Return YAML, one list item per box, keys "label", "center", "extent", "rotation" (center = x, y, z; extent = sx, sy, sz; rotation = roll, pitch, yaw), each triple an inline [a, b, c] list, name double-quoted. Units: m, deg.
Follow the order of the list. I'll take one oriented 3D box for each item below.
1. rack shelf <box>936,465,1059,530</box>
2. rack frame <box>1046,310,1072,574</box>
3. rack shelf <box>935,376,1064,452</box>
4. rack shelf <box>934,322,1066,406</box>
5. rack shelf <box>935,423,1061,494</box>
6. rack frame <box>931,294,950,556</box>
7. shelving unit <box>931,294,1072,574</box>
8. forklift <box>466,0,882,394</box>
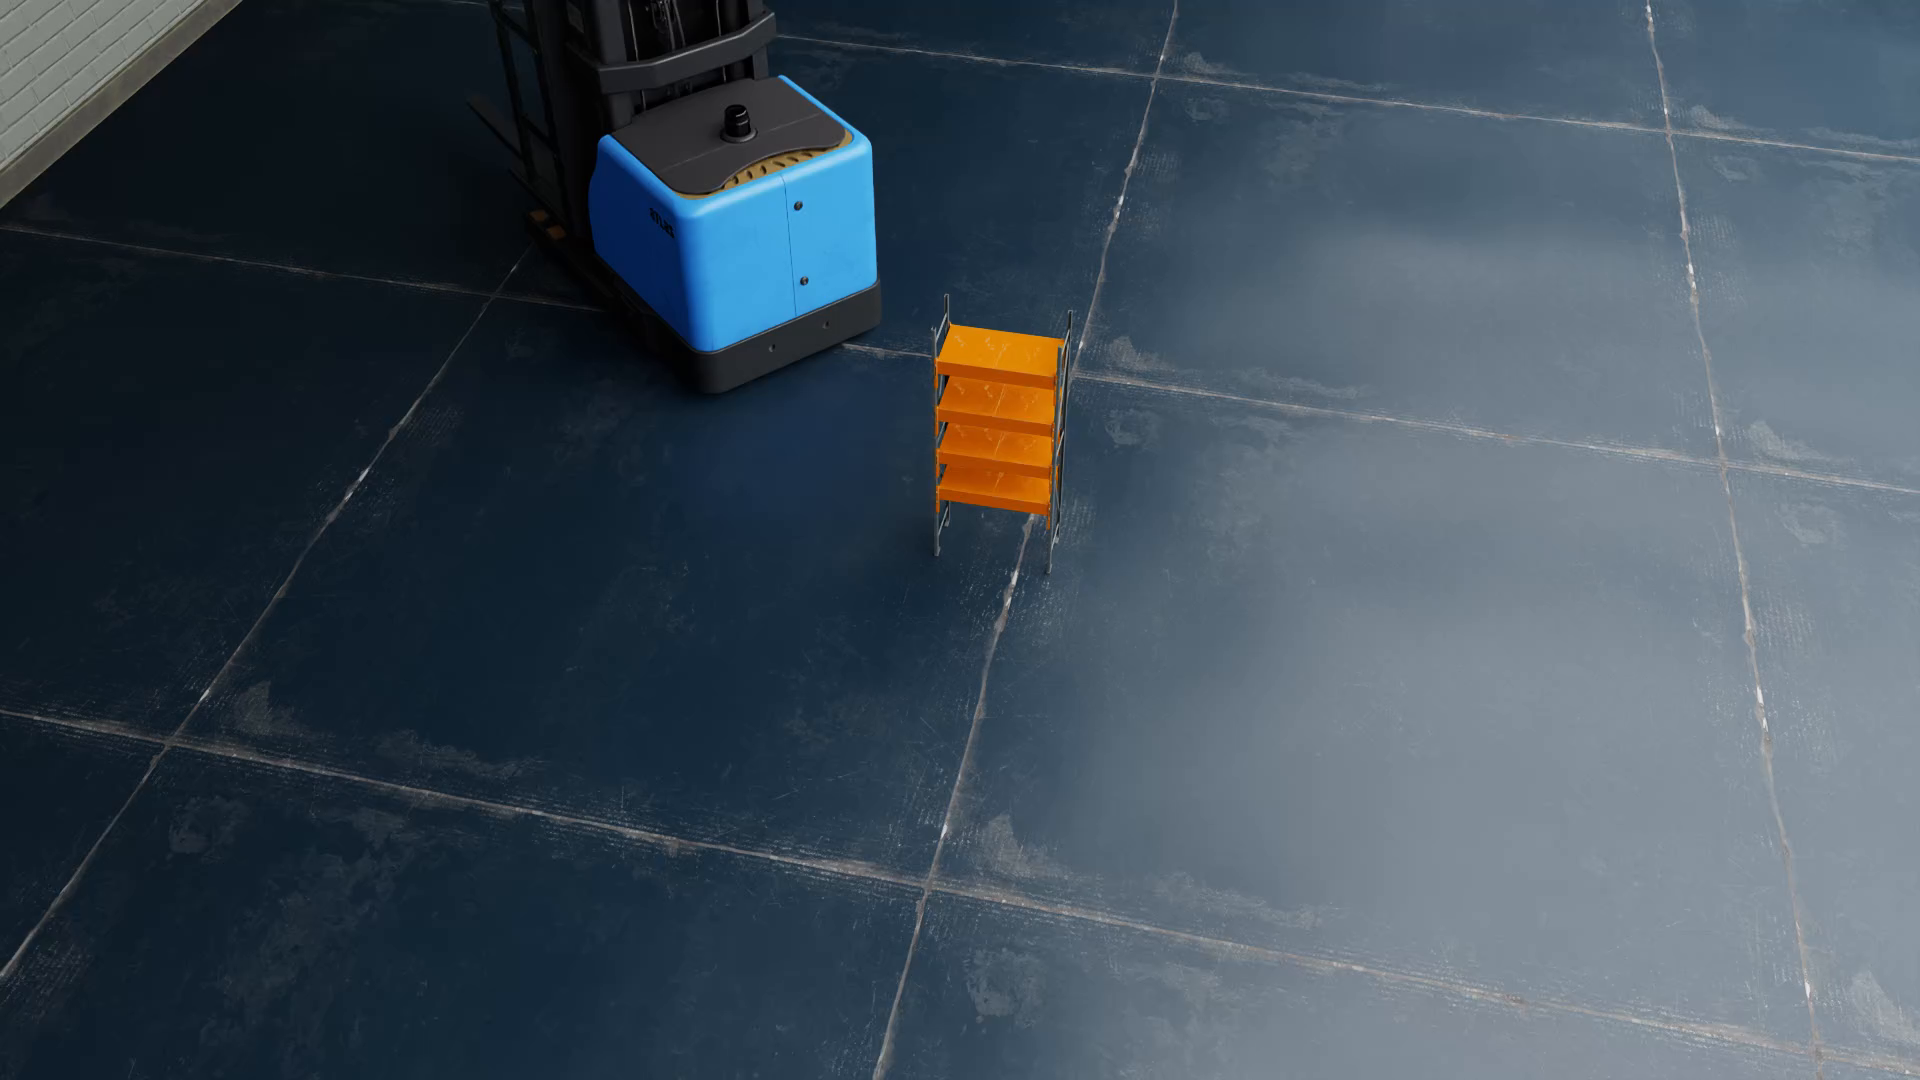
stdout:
- label: "rack shelf"
  center: [0.162, -0.216, 6.952]
  extent: [0.480, 0.148, 0.258]
  rotation: [9, 45, 9]
- label: "rack frame"
  center: [0.400, -0.370, 6.730]
  extent: [0.015, 1.200, 0.240]
  rotation: [9, 45, 9]
- label: "rack shelf"
  center: [0.162, -0.520, 6.659]
  extent: [0.480, 0.148, 0.258]
  rotation: [9, 45, 9]
- label: "rack shelf"
  center: [0.162, -0.690, 6.495]
  extent: [0.480, 0.148, 0.258]
  rotation: [9, 45, 9]
- label: "rack shelf"
  center: [0.162, -0.359, 6.815]
  extent: [0.480, 0.148, 0.258]
  rotation: [9, 45, 9]
- label: "rack frame"
  center: [-0.077, -0.444, 6.806]
  extent: [0.015, 1.200, 0.240]
  rotation: [9, 45, 9]
- label: "shelving unit"
  center: [0.162, -0.407, 6.768]
  extent: [0.503, 1.200, 0.258]
  rotation: [9, 45, 9]
- label: "forklift"
  center: [-1.664, -2.722, 7.924]
  extent: [1.130, 2.935, 3.031]
  rotation: [-27, 50, -25]
